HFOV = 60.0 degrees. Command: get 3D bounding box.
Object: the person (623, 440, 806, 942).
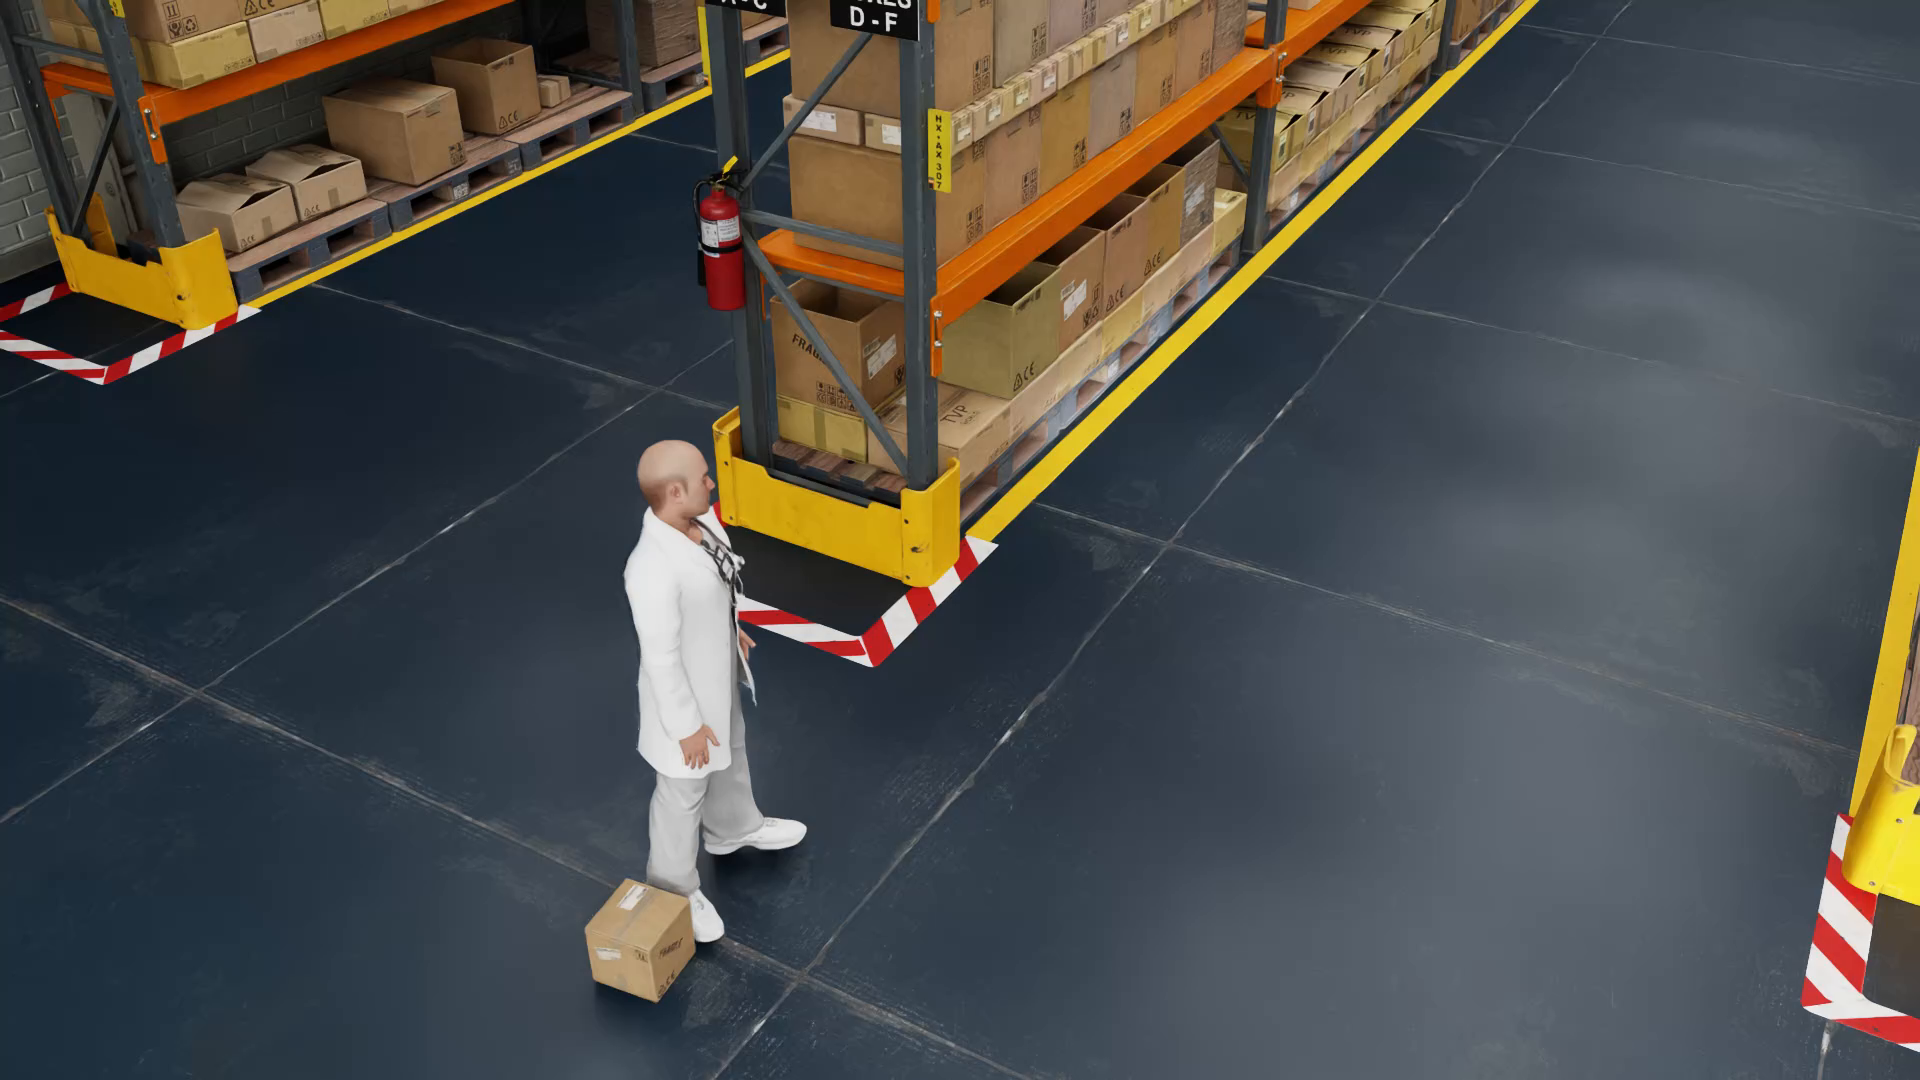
[{"bbox_3d":[-0.829,0.461,5.408,0.504,1.787,0.637,4,34,5],"label":"person"}]
